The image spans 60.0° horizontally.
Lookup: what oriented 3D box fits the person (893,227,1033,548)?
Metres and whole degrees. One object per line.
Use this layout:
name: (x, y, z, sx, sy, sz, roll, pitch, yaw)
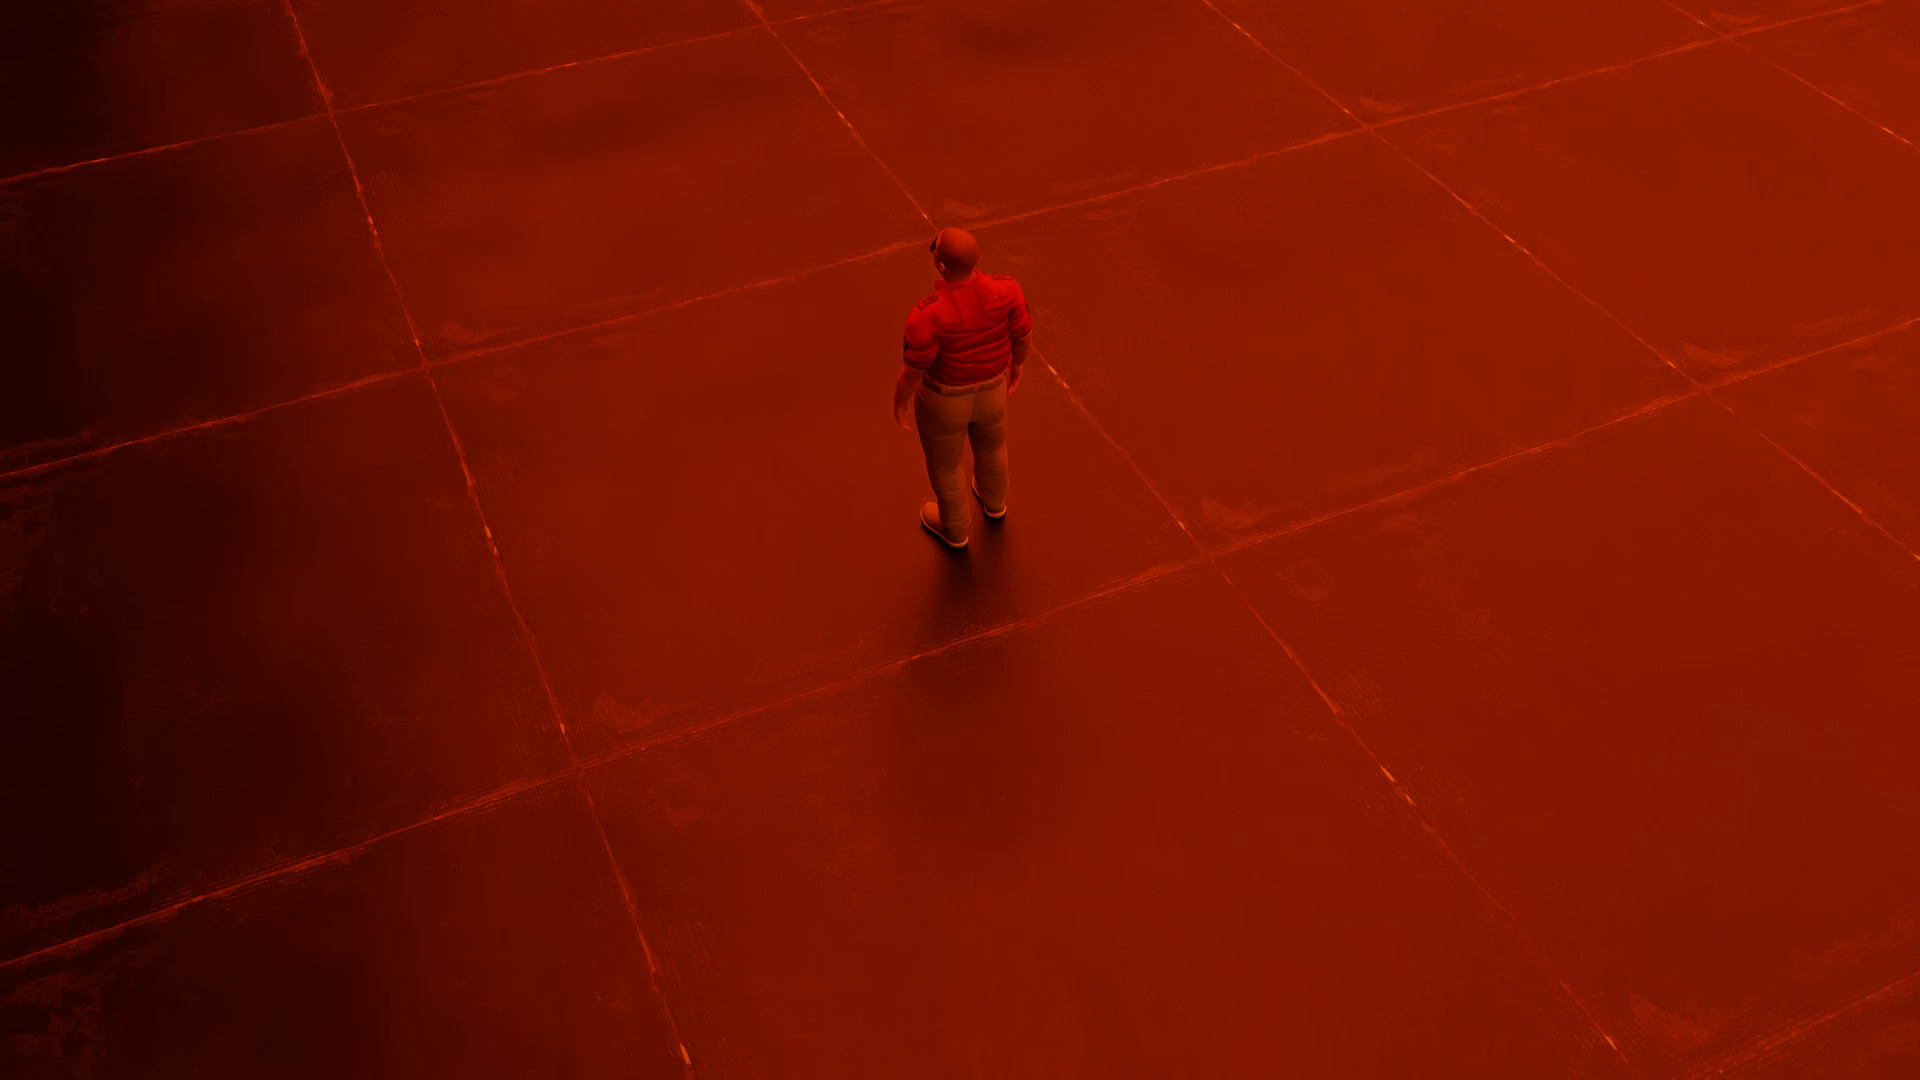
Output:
person: (-0.027, -0.696, 7.297, 0.640, 1.727, 0.551, -18, 46, -18)
